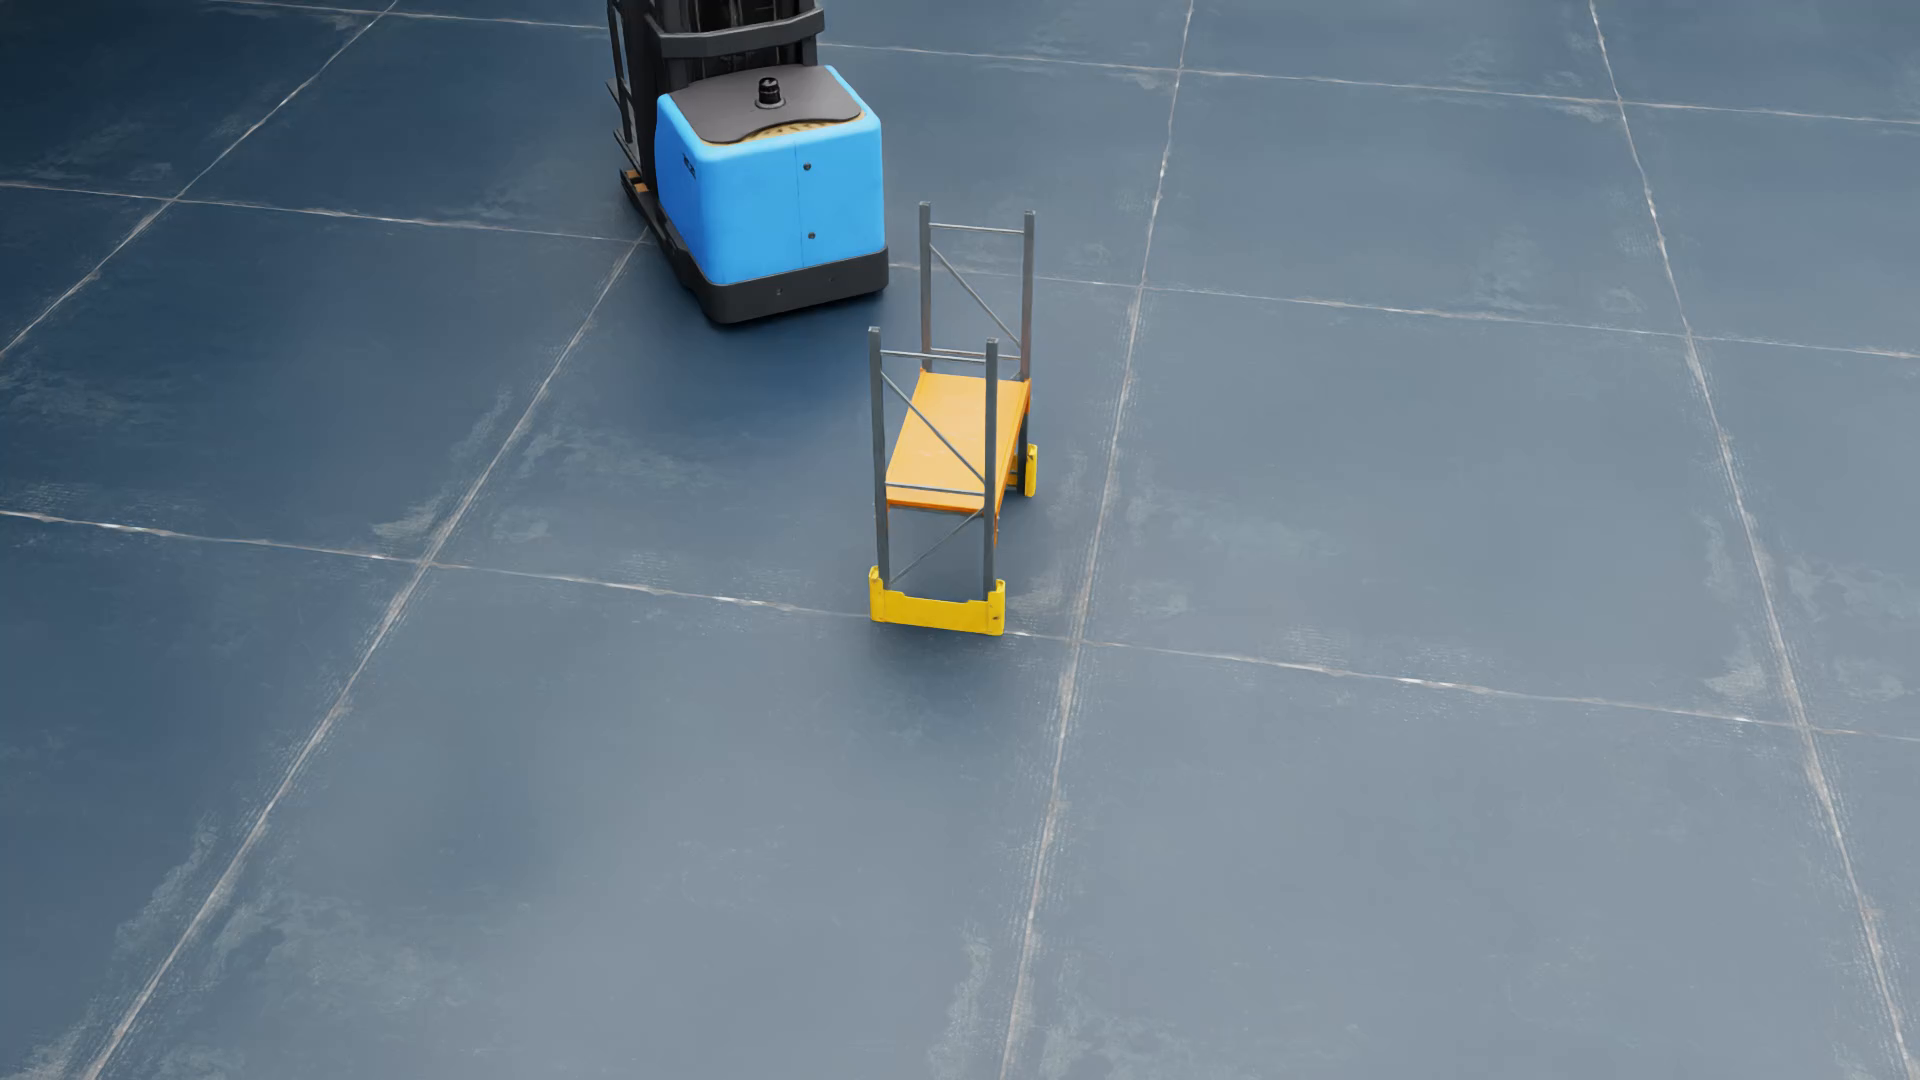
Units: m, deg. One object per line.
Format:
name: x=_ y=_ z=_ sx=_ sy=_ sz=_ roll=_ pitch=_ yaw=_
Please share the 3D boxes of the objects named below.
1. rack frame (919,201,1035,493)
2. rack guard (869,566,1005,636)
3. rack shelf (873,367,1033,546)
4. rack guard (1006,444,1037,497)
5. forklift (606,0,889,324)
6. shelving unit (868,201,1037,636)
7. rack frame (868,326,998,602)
rack frame: x=0.073 y=-0.844 z=7.593 sx=0.500 sy=1.500 sz=0.032 roll=6 pitch=40 yaw=8
rack guard: x=-0.099 y=0.264 z=7.234 sx=0.587 sy=0.250 sz=0.087 roll=6 pitch=40 yaw=8
rack shelf: x=-0.015 y=-0.386 z=7.322 sx=0.538 sy=0.185 sz=1.000 roll=6 pitch=40 yaw=8
rack guard: x=0.073 y=-0.361 z=7.991 sx=0.587 sy=0.250 sz=0.087 roll=6 pitch=40 yaw=8
forklift: x=-1.455 y=-3.249 z=9.380 sx=1.130 sy=2.935 sz=3.031 roll=-16 pitch=42 yaw=-18
shelving unit: x=-0.013 y=-0.530 z=7.214 sx=0.587 sy=1.500 sz=1.083 roll=6 pitch=40 yaw=8
rack frame: x=-0.103 y=-0.205 z=6.821 sx=0.500 sy=1.500 sz=0.032 roll=6 pitch=40 yaw=8
